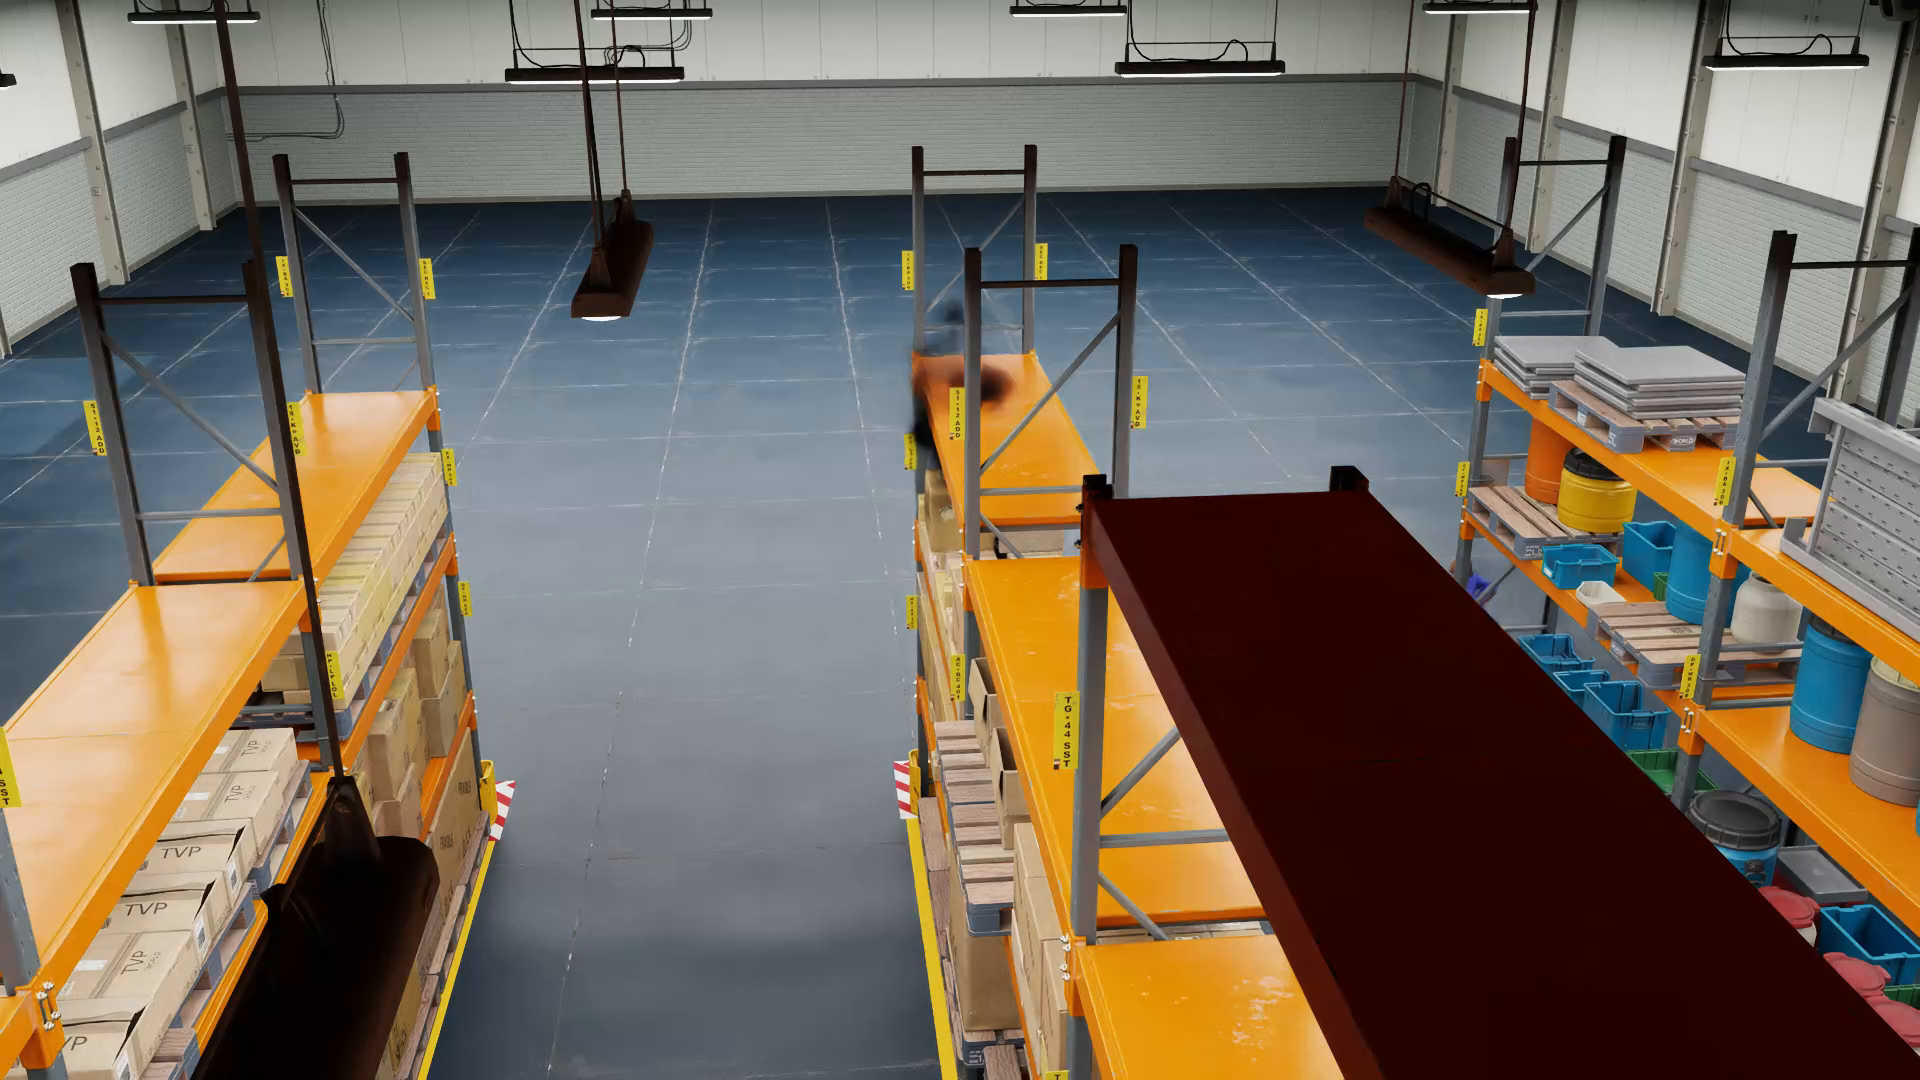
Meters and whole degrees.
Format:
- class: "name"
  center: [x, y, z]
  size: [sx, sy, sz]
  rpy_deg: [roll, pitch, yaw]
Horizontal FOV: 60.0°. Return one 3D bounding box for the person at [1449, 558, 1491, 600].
- class: "person"
  center: [5.179, 0.920, 17.129]
  size: [0.642, 1.647, 0.579]
  rpy_deg: [12, 24, 27]
